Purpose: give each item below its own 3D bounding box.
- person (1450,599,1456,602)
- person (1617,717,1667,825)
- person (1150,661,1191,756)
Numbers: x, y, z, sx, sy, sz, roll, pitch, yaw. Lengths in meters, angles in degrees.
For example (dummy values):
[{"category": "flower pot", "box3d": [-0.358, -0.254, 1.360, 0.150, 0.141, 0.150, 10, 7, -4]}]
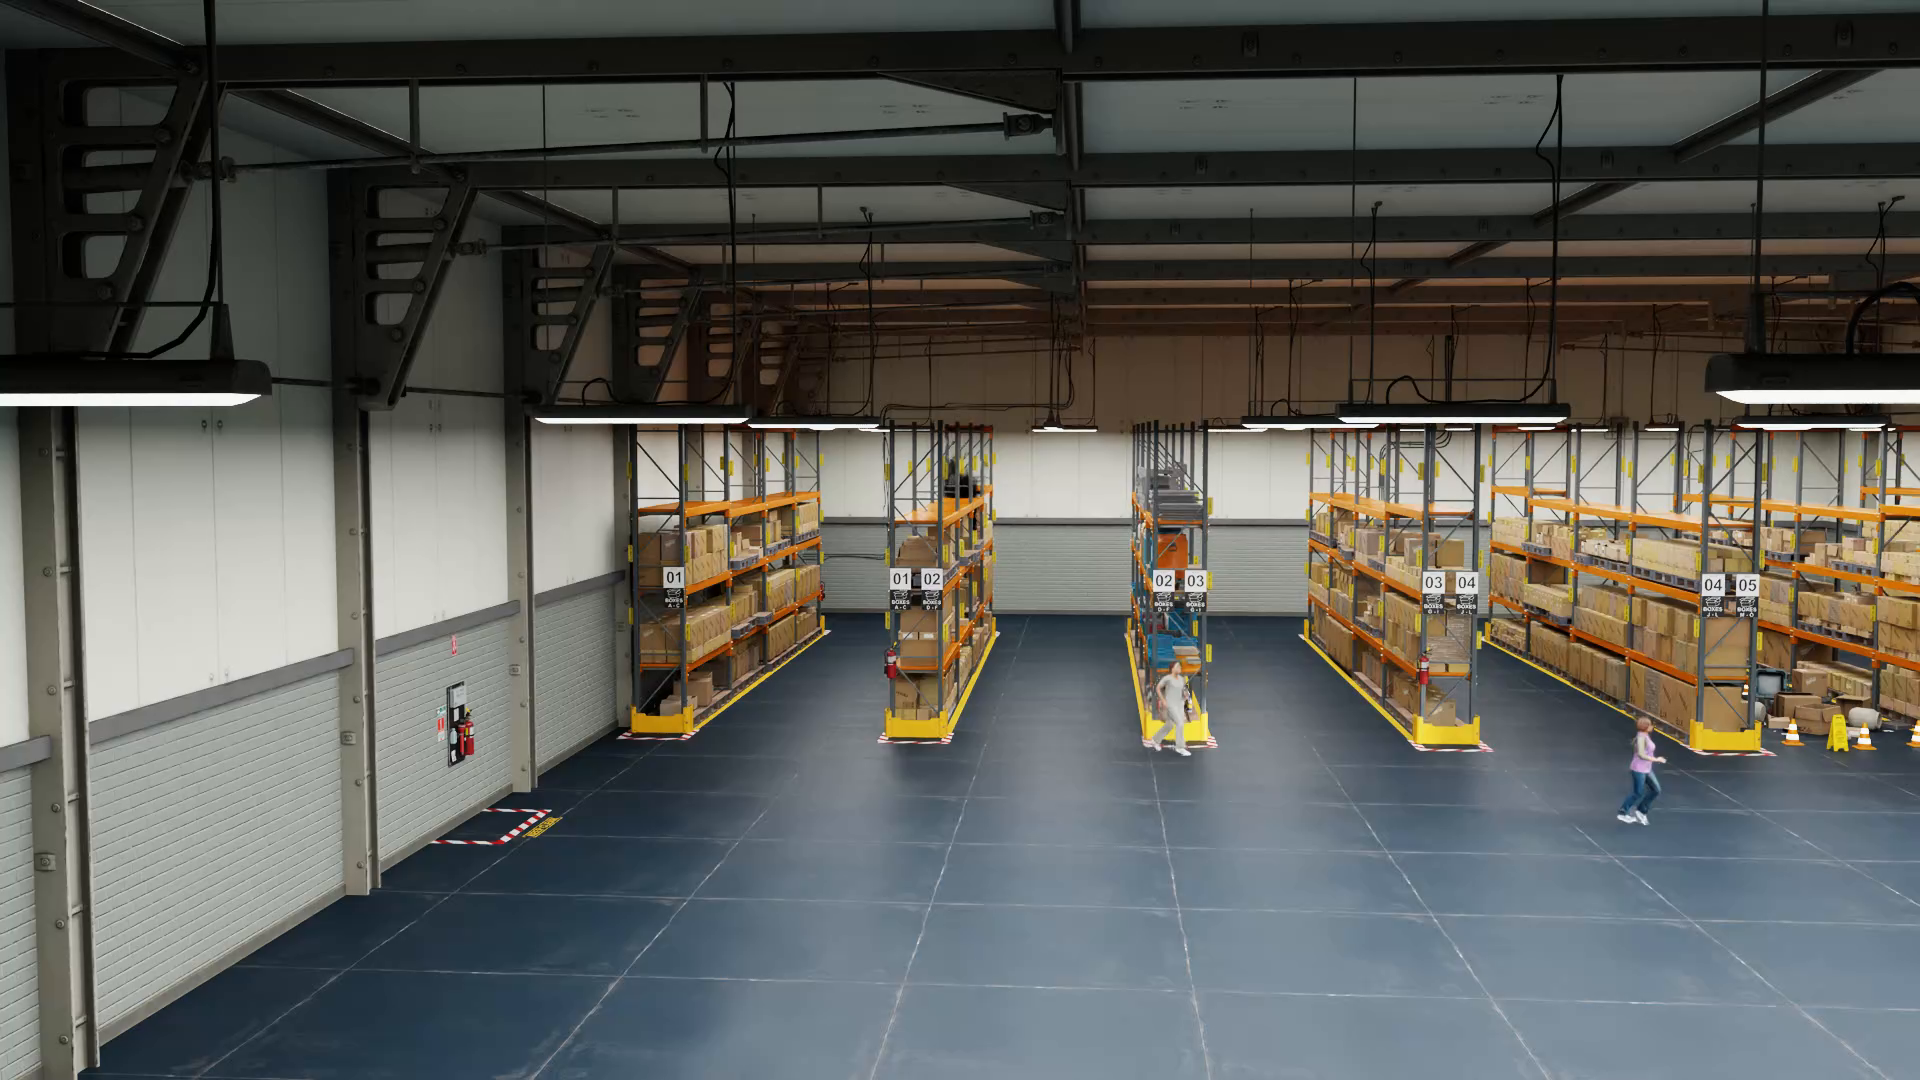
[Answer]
[{"category": "person", "box3d": [13.231, 2.036, 44.301, 0.668, 1.787, 0.951, 1, 4, 11]}, {"category": "person", "box3d": [9.999, 3.403, 24.335, 0.673, 1.611, 0.558, 2, 4, 34]}, {"category": "person", "box3d": [3.823, 2.983, 29.788, 0.903, 1.648, 0.558, 3, 5, 42]}]
